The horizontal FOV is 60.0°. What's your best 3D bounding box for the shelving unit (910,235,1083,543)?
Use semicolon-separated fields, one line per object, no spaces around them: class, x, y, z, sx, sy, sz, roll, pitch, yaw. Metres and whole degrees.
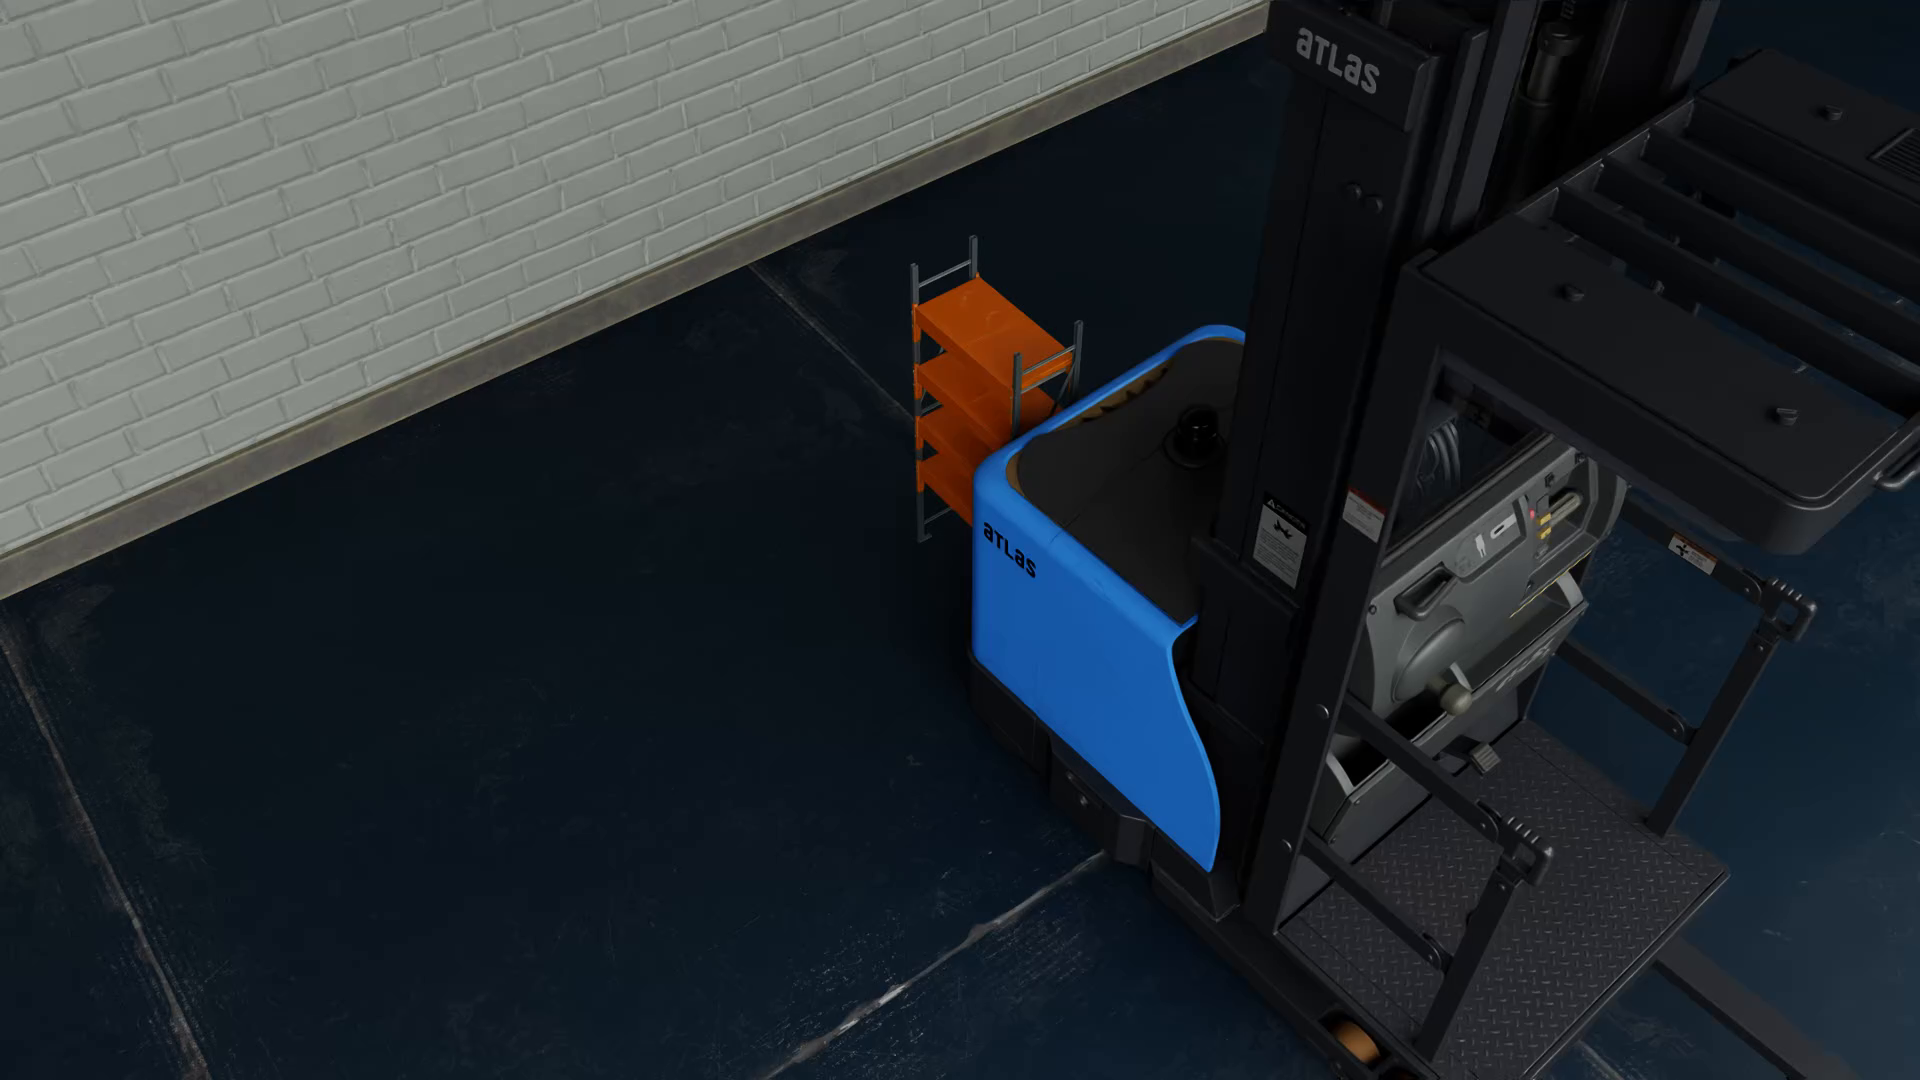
shelving unit;0.100;-0.305;5.217;0.258;1.200;0.503;-29;54;-24

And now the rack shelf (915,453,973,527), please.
rack shelf;0.100;-0.127;5.414;0.258;0.148;0.480;-29;54;-24

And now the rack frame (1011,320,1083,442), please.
rack frame;0.248;-0.162;5.087;0.240;1.200;0.015;-29;54;-24

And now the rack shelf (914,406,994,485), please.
rack shelf;0.100;-0.260;5.267;0.258;0.148;0.480;-29;54;-24

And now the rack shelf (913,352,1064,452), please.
rack shelf;0.100;-0.410;5.101;0.258;0.148;0.480;-29;54;-24

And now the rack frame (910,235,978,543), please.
rack frame;-0.048;-0.449;5.347;0.240;1.200;0.015;-29;54;-24

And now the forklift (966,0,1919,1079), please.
forklift;1.357;0.137;3.647;1.130;2.935;3.031;-32;55;-26

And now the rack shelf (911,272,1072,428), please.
rack shelf;0.100;-0.569;4.926;0.258;0.148;0.480;-29;54;-24
